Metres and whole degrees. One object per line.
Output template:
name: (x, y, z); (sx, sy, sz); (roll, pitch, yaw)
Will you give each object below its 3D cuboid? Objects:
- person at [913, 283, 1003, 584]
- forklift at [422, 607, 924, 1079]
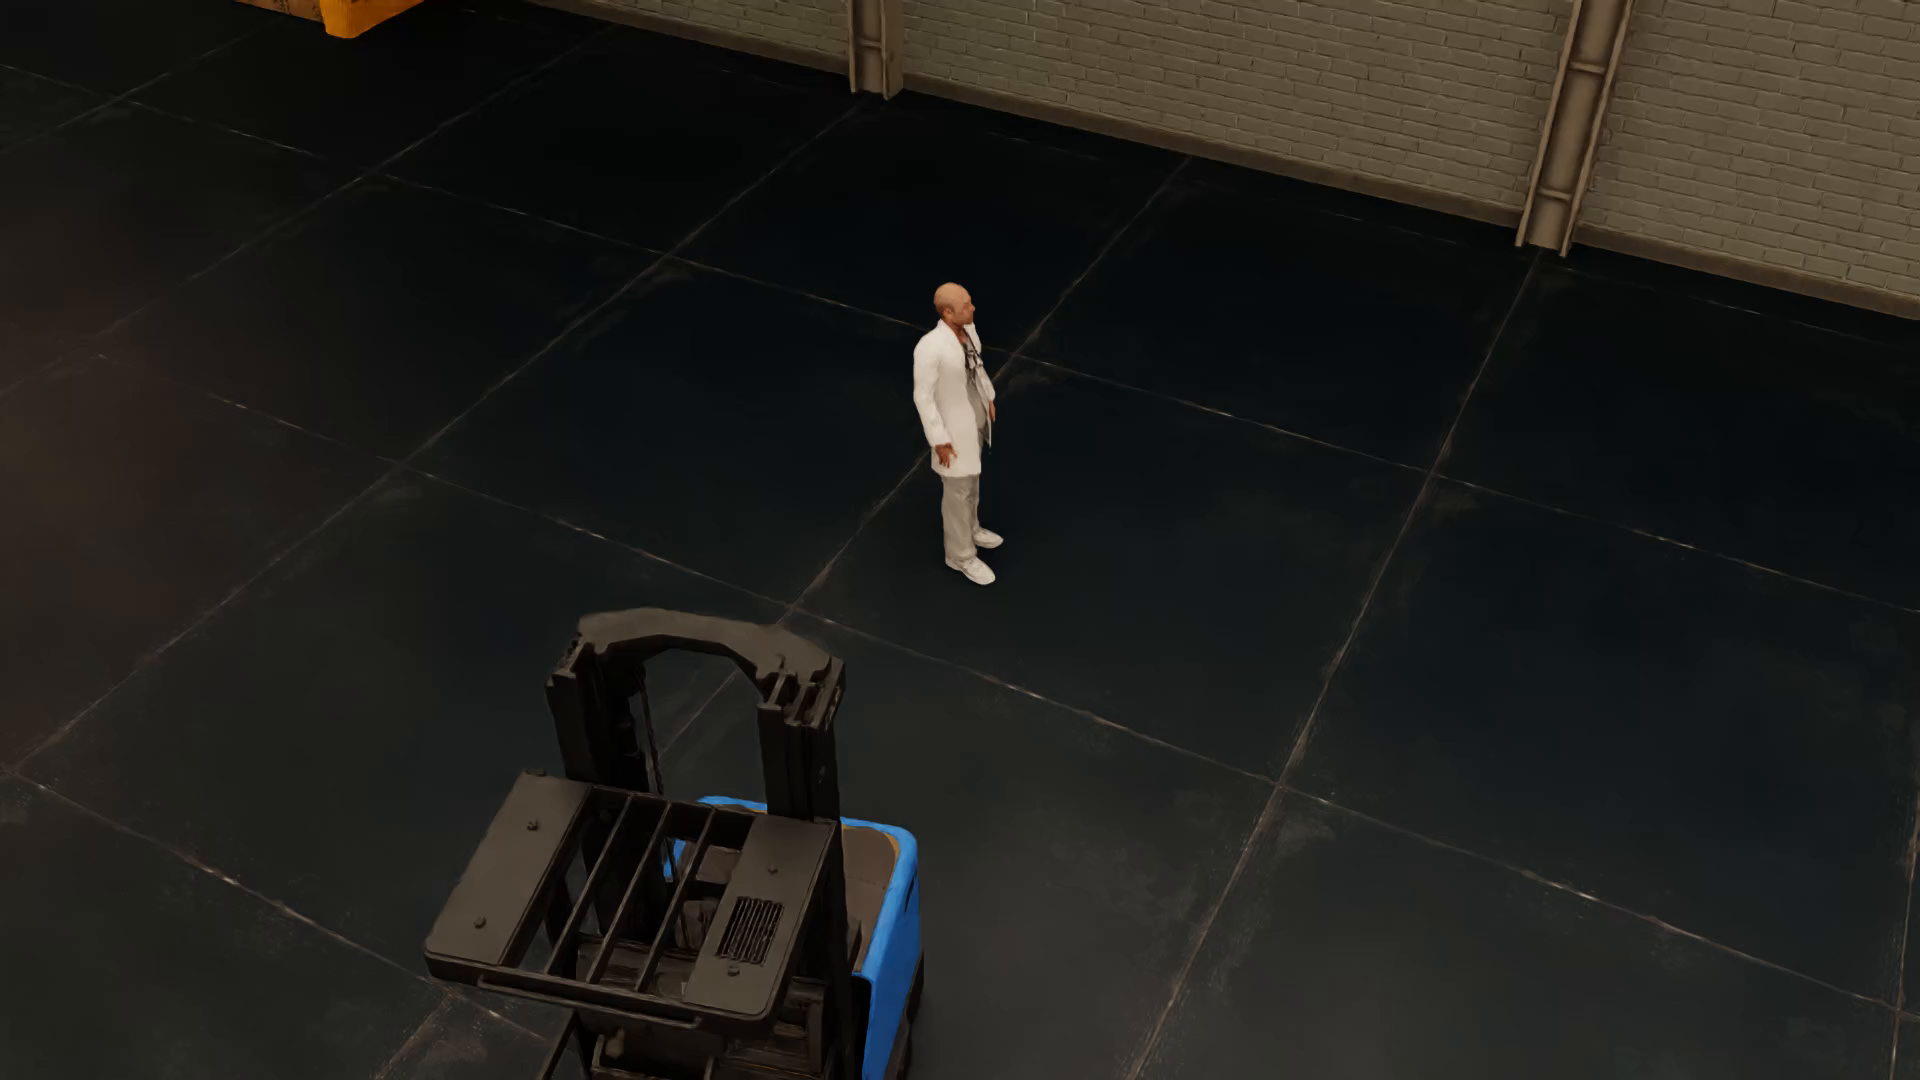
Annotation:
person: (0.079, -0.656, 9.649); (0.579, 1.776, 0.694); (18, 43, 21)
forklift: (-0.986, 1.800, 5.849); (1.130, 2.935, 3.031); (8, 41, 10)
